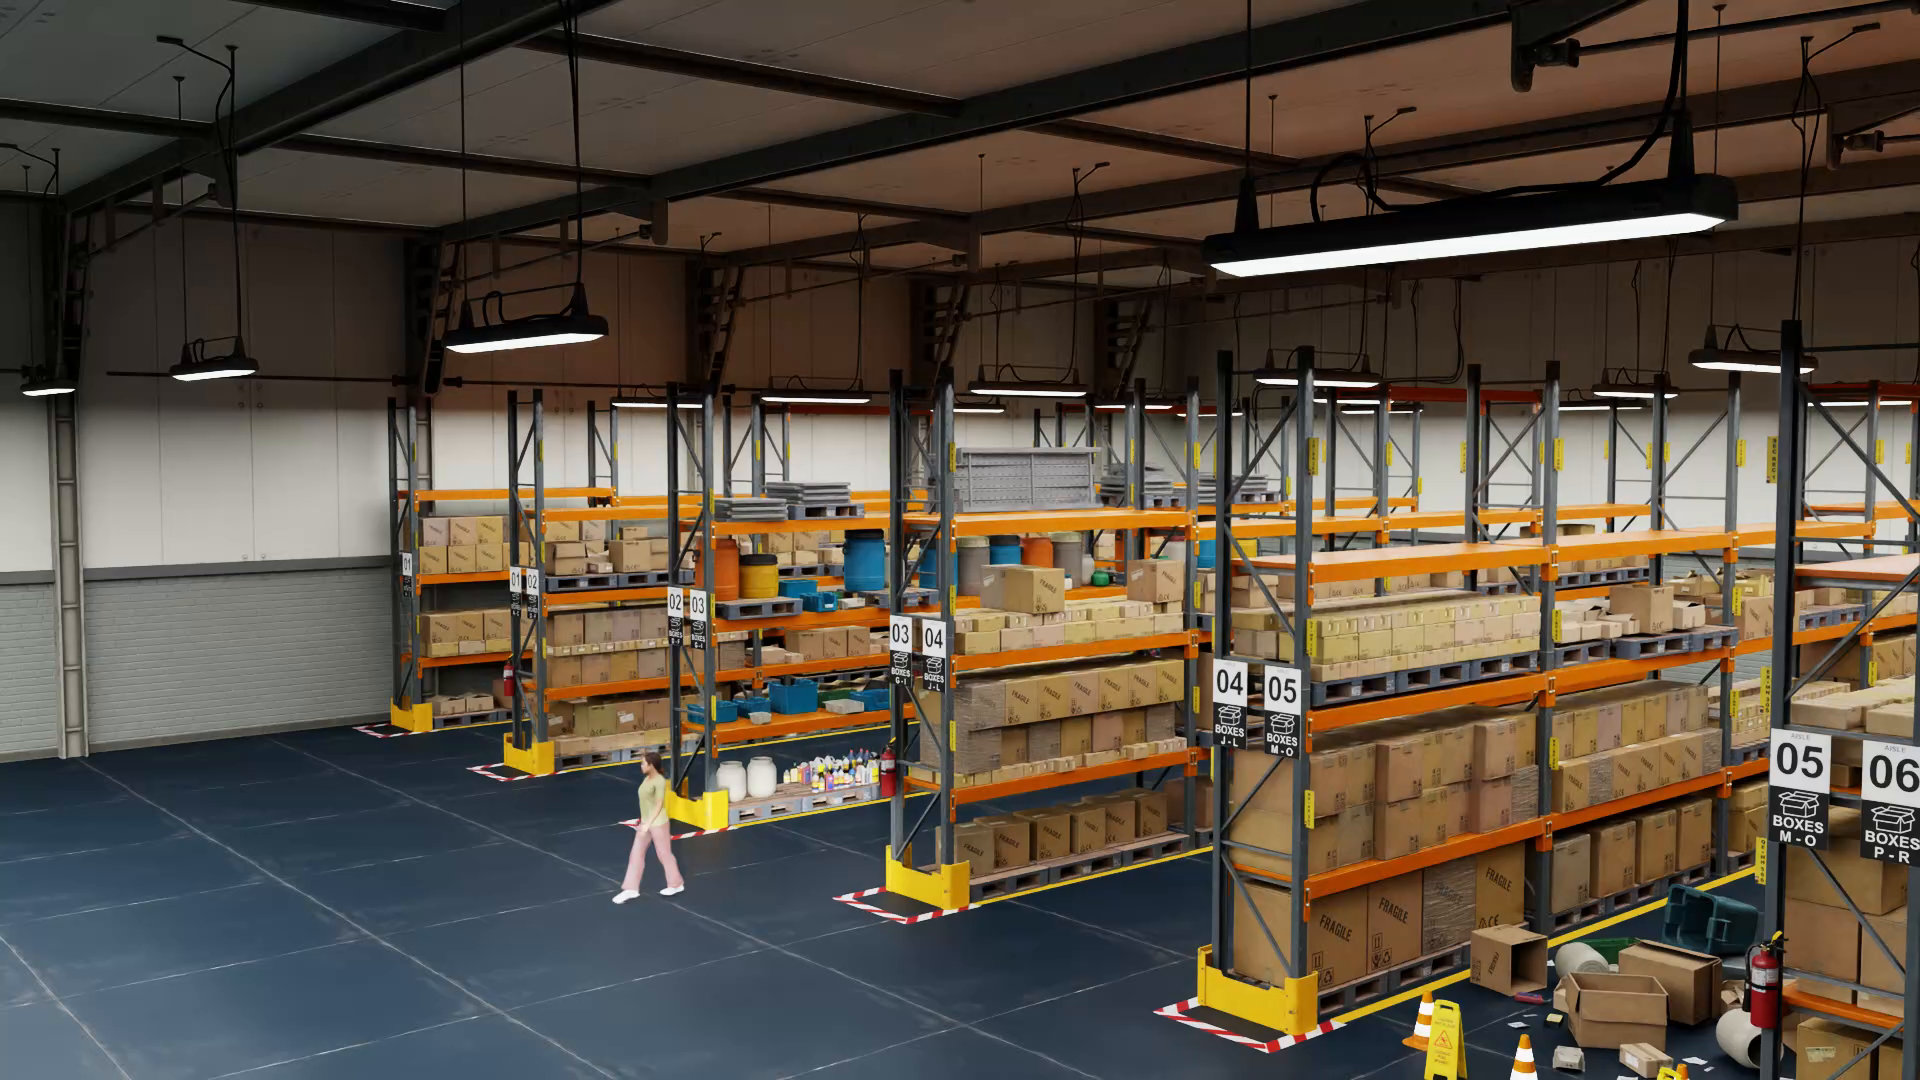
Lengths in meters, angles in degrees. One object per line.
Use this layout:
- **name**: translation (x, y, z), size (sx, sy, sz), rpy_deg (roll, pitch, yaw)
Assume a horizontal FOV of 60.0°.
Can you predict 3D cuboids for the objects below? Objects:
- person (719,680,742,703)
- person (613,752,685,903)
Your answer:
- **person**: translation (-4.207, 2.548, 30.549), size (0.830, 1.679, 0.698), rpy_deg (-3, 4, -40)
- **person**: translation (-3.531, 3.229, 18.814), size (0.842, 1.652, 0.473), rpy_deg (-3, 4, -39)
